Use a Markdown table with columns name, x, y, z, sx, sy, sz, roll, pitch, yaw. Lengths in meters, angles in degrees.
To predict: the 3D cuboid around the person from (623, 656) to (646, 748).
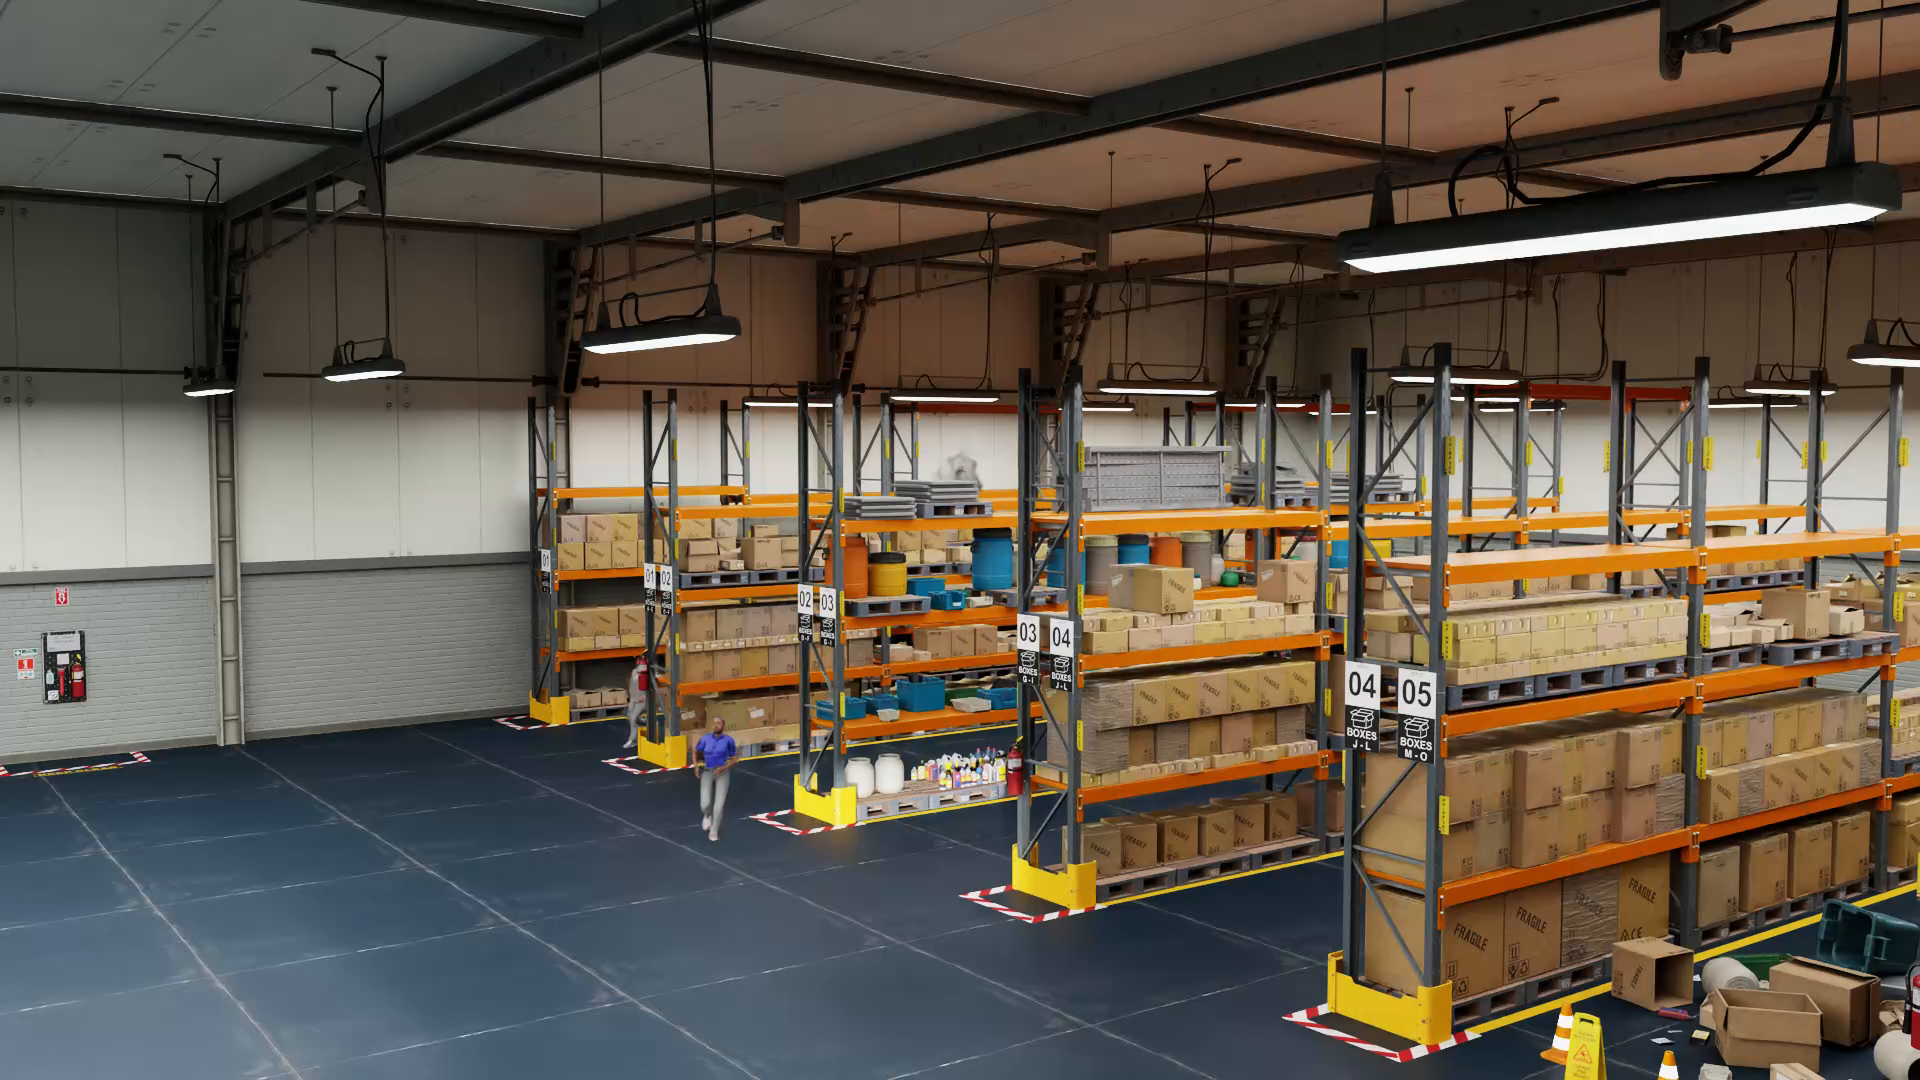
| name | x | y | z | sx | sy | sz | roll | pitch | yaw |
| --- | --- | --- | --- | --- | --- | --- | --- | --- | --- |
| person | -5.384 | 2.734 | 28.220 | 0.556 | 1.569 | 0.616 | 2 | 4 | 33 |

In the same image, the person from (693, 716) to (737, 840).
| name | x | y | z | sx | sy | sz | roll | pitch | yaw |
| --- | --- | --- | --- | --- | --- | --- | --- | --- | --- |
| person | -3.191 | 3.092 | 21.638 | 0.587 | 1.605 | 0.511 | 0 | 3 | -5 |
